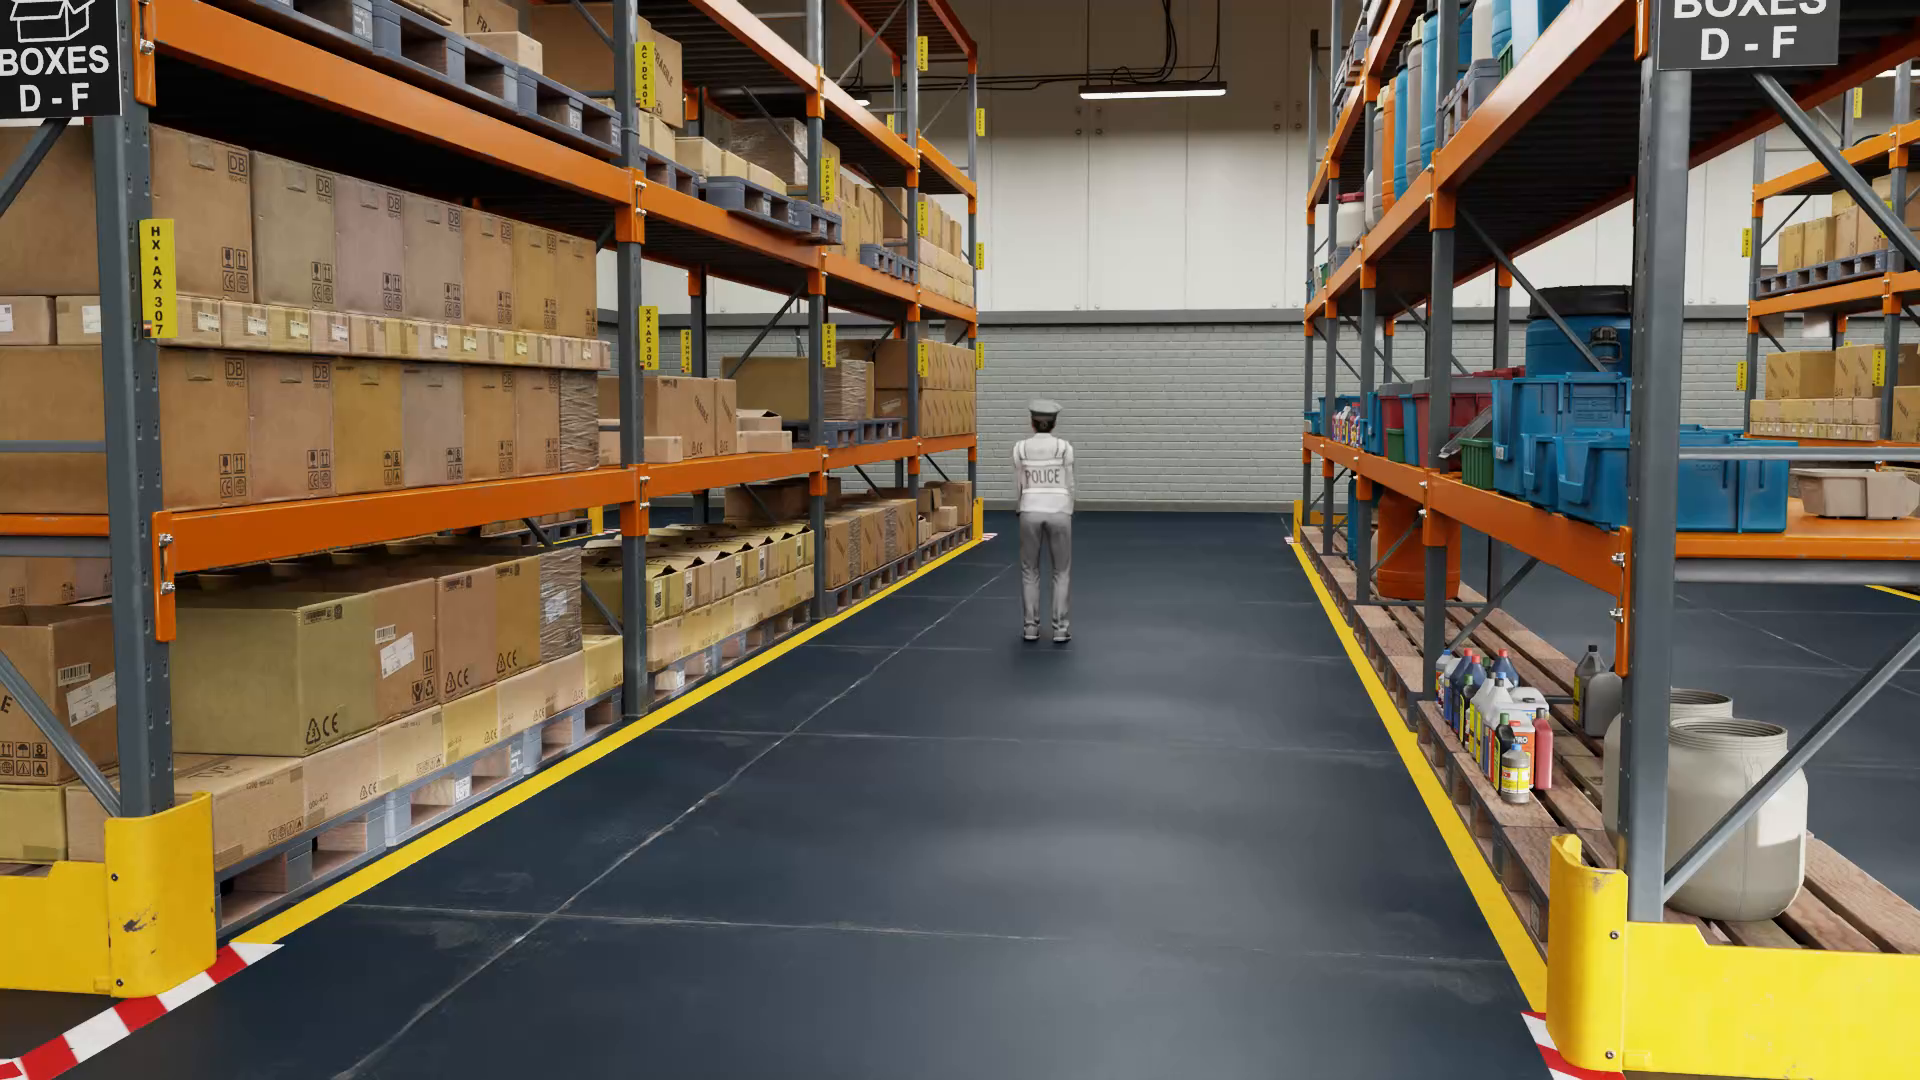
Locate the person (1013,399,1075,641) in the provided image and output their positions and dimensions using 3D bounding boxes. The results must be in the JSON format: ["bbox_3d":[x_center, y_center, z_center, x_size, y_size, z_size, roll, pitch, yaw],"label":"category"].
[{"bbox_3d":[0.586,-0.139,11.574,0.417,1.682,0.528,1,5,8],"label":"person"}]
